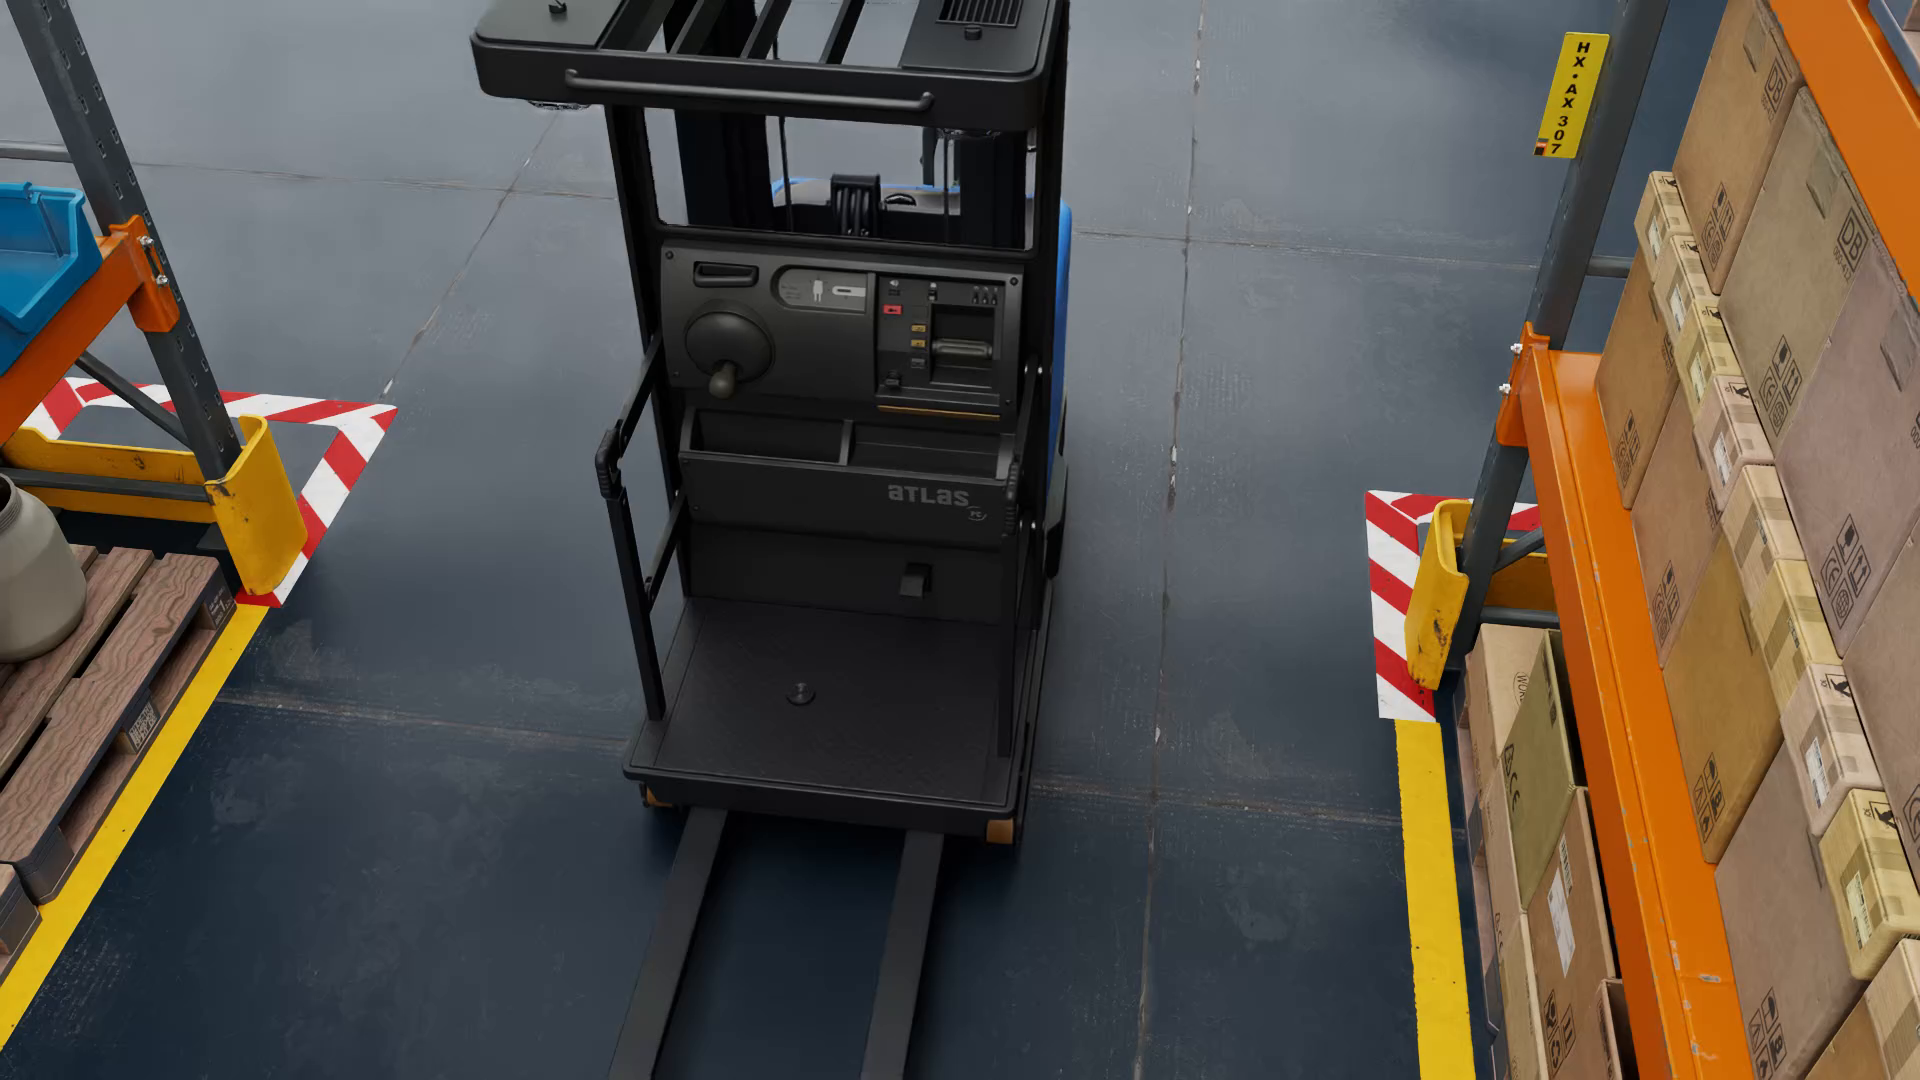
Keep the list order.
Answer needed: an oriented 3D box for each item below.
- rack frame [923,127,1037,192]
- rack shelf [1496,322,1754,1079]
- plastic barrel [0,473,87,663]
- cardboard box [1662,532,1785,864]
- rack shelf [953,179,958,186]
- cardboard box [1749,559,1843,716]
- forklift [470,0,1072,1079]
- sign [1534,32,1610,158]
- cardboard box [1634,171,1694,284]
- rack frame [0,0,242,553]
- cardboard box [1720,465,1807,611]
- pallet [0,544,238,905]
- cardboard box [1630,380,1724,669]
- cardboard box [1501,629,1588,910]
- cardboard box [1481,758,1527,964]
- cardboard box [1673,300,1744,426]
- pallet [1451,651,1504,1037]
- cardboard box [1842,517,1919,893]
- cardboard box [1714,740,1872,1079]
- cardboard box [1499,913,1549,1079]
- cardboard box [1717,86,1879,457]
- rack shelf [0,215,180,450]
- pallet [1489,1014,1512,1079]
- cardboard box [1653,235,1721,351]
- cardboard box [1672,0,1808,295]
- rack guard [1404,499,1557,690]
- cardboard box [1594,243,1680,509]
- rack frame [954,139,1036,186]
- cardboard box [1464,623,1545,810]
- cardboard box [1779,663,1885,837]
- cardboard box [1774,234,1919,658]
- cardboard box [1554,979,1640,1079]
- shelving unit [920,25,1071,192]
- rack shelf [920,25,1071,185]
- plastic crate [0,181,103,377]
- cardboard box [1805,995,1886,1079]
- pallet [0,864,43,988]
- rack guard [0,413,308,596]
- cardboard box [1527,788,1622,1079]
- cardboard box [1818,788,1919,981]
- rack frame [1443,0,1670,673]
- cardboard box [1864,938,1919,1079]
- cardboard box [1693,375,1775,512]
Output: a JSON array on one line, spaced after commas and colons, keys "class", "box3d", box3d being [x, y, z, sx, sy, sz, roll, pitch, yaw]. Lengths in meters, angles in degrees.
[{"class": "rack frame", "box3d": [0.081, -0.962, 5.675, 0.400, 1.500, 0.023, 5, 44, 6]}, {"class": "rack shelf", "box3d": [1.757, 0.953, 3.085, 1.077, 0.370, 4.000, 5, 44, 6]}, {"class": "plastic barrel", "box3d": [-2.899, 0.083, 4.985, 0.421, 0.512, 0.421, 0, 43, 0]}, {"class": "cardboard box", "box3d": [1.811, 0.306, 3.173, 0.700, 0.500, 0.500, 6, 44, 6]}, {"class": "rack shelf", "box3d": [0.130, -0.974, 6.162, 0.431, 0.370, 0.720, 5, 44, 6]}, {"class": "cardboard box", "box3d": [1.588, 0.183, 2.831, 0.380, 0.149, 0.250, 5, 44, 5]}, {"class": "forklift", "box3d": [-0.332, -0.447, 4.090, 1.130, 2.935, 3.031, 5, 44, 6]}, {"class": "sign", "box3d": [1.472, -1.069, 4.010, 0.100, 0.325, 0.005, 5, 44, 6]}, {"class": "cardboard box", "box3d": [1.756, -0.695, 3.758, 0.380, 0.149, 0.250, 5, 44, 5]}, {"class": "rack frame", "box3d": [-2.888, -1.124, 4.755, 1.000, 3.000, 0.127, 5, 44, 6]}, {"class": "cardboard box", "box3d": [1.621, 0.009, 3.015, 0.380, 0.149, 0.250, 4, 44, 4]}, {"class": "pallet", "box3d": [-2.964, 0.498, 5.070, 1.003, 0.211, 1.213, 5, 44, 6]}, {"class": "cardboard box", "box3d": [1.883, -0.032, 3.529, 0.700, 0.500, 0.500, 6, 44, 7]}, {"class": "cardboard box", "box3d": [1.666, 0.589, 4.095, 0.500, 0.500, 0.500, 5, 44, 6]}, {"class": "cardboard box", "box3d": [1.668, 0.861, 4.353, 0.500, 0.250, 0.500, 5, 44, 6]}, {"class": "cardboard box", "box3d": [1.690, -0.345, 3.388, 0.380, 0.149, 0.250, 5, 44, 6]}, {"class": "pallet", "box3d": [1.962, 0.867, 4.681, 1.003, 0.211, 1.213, 5, 44, 6]}, {"class": "cardboard box", "box3d": [1.744, 0.219, 2.321, 0.700, 0.500, 0.500, 5, 44, 6]}, {"class": "cardboard box", "box3d": [1.745, 0.665, 2.793, 0.700, 0.500, 0.500, 6, 44, 7]}, {"class": "cardboard box", "box3d": [1.601, 1.202, 3.993, 0.500, 0.250, 0.500, 5, 44, 6]}, {"class": "cardboard box", "box3d": [1.876, -0.466, 3.045, 0.700, 0.500, 0.500, 4, 44, 4]}, {"class": "rack shelf", "box3d": [-3.152, 0.501, 3.563, 1.077, 0.370, 4.000, 5, 44, 6]}, {"class": "pallet", "box3d": [1.798, 1.696, 3.806, 1.003, 0.211, 1.213, 5, 44, 6]}, {"class": "cardboard box", "box3d": [1.724, -0.515, 3.568, 0.380, 0.149, 0.250, 4, 44, 4]}, {"class": "cardboard box", "box3d": [1.940, -0.825, 3.424, 0.700, 0.500, 0.500, 5, 44, 6]}, {"class": "rack guard", "box3d": [2.025, 0.220, 5.154, 1.175, 0.500, 0.348, 5, 44, 6]}, {"class": "cardboard box", "box3d": [1.947, -0.390, 3.908, 0.700, 0.500, 0.500, 5, 44, 6]}, {"class": "rack frame", "box3d": [0.178, -1.460, 6.202, 0.400, 1.500, 0.023, 5, 44, 6]}, {"class": "cardboard box", "box3d": [1.730, 0.520, 4.713, 0.500, 0.250, 0.500, 5, 44, 6]}, {"class": "cardboard box", "box3d": [1.552, 0.353, 2.652, 0.380, 0.149, 0.250, 6, 44, 6]}, {"class": "cardboard box", "box3d": [1.810, -0.123, 2.682, 0.700, 0.500, 0.500, 5, 44, 6]}, {"class": "cardboard box", "box3d": [1.529, 1.270, 3.376, 0.500, 0.500, 0.500, 5, 44, 6]}, {"class": "shelving unit", "box3d": [0.130, -1.211, 5.938, 0.431, 1.500, 0.755, 5, 44, 6]}, {"class": "rack shelf", "box3d": [0.130, -1.494, 5.670, 0.431, 0.370, 0.720, 5, 44, 6]}, {"class": "plastic crate", "box3d": [-2.657, -0.701, 4.417, 0.499, 0.251, 0.616, 5, 44, 6]}, {"class": "cardboard box", "box3d": [1.679, 1.014, 2.425, 0.700, 0.500, 0.500, 6, 44, 6]}, {"class": "pallet", "box3d": [-3.128, 1.327, 4.195, 1.003, 0.211, 1.213, 5, 44, 6]}, {"class": "rack guard", "box3d": [-2.851, -0.160, 5.555, 1.175, 0.500, 0.348, 5, 44, 6]}, {"class": "cardboard box", "box3d": [1.613, 0.931, 3.734, 0.500, 0.500, 0.500, 5, 44, 6]}, {"class": "cardboard box", "box3d": [1.518, 0.532, 2.462, 0.380, 0.149, 0.250, 7, 44, 7]}, {"class": "rack frame", "box3d": [2.022, -0.671, 4.277, 1.000, 3.000, 0.127, 5, 44, 6]}, {"class": "cardboard box", "box3d": [1.486, 0.713, 2.271, 0.380, 0.149, 0.250, 6, 44, 7]}, {"class": "cardboard box", "box3d": [1.654, -0.173, 3.207, 0.380, 0.149, 0.250, 5, 44, 5]}]
